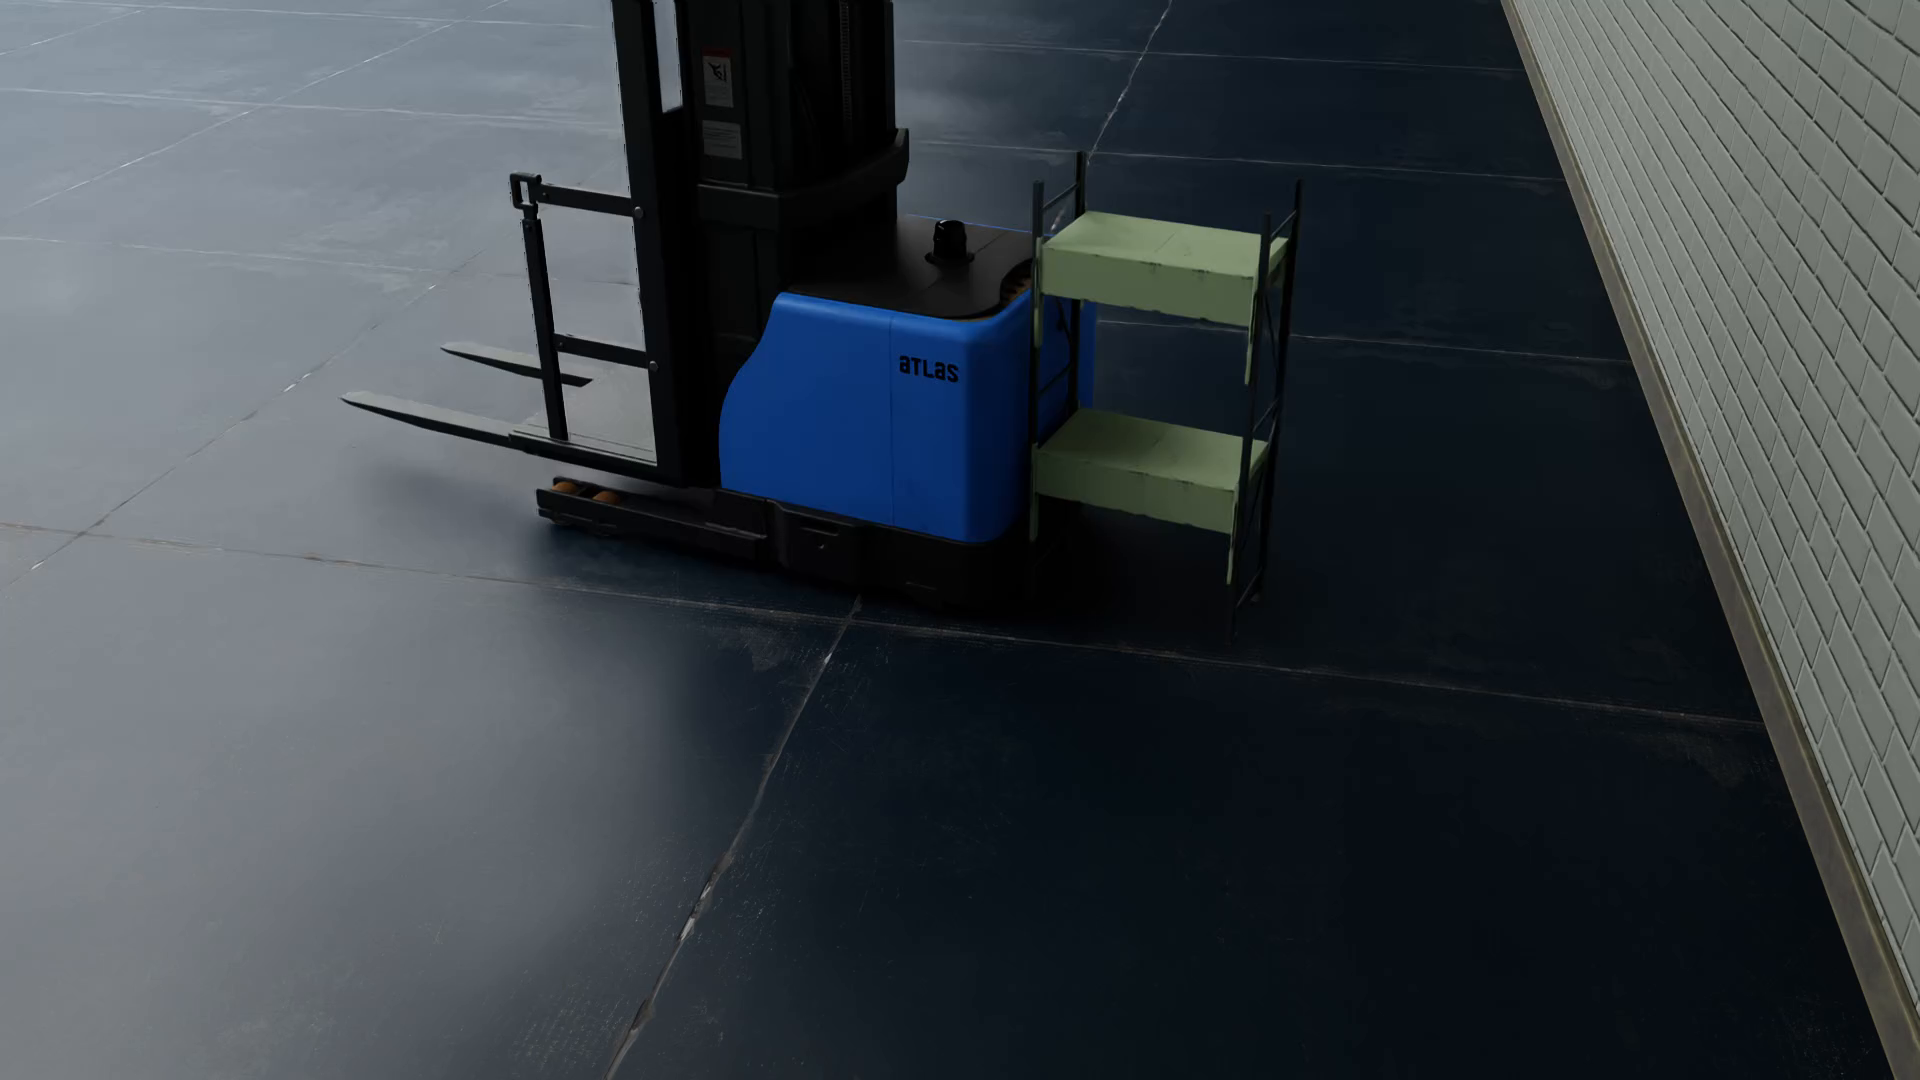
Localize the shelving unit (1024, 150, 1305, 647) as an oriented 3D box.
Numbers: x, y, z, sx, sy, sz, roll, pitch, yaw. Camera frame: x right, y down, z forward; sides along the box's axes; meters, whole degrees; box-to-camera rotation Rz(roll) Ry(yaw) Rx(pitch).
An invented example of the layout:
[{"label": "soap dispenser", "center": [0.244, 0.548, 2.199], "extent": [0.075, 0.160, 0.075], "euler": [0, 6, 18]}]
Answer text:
[{"label": "shelving unit", "center": [0.653, -0.461, 5.530], "extent": [0.755, 1.500, 0.431], "euler": [13, 31, 22]}]

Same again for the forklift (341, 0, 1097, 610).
[{"label": "forklift", "center": [-1.045, -1.513, 5.962], "extent": [3.031, 2.935, 1.130], "euler": [13, 31, 22]}]

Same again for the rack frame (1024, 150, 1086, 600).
[{"label": "rack frame", "center": [0.321, -0.536, 5.667], "extent": [0.023, 1.500, 0.400], "euler": [13, 31, 22]}]

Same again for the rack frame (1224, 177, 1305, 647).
[{"label": "rack frame", "center": [0.984, -0.386, 5.394], "extent": [0.023, 1.500, 0.400], "euler": [13, 31, 22]}]

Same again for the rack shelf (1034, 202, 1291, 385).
[{"label": "rack shelf", "center": [0.653, -0.803, 5.343], "extent": [0.720, 0.370, 0.431], "euler": [13, 31, 22]}]

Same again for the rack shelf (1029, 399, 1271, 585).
[{"label": "rack shelf", "center": [0.653, -0.175, 5.687], "extent": [0.720, 0.370, 0.431], "euler": [13, 31, 22]}]
